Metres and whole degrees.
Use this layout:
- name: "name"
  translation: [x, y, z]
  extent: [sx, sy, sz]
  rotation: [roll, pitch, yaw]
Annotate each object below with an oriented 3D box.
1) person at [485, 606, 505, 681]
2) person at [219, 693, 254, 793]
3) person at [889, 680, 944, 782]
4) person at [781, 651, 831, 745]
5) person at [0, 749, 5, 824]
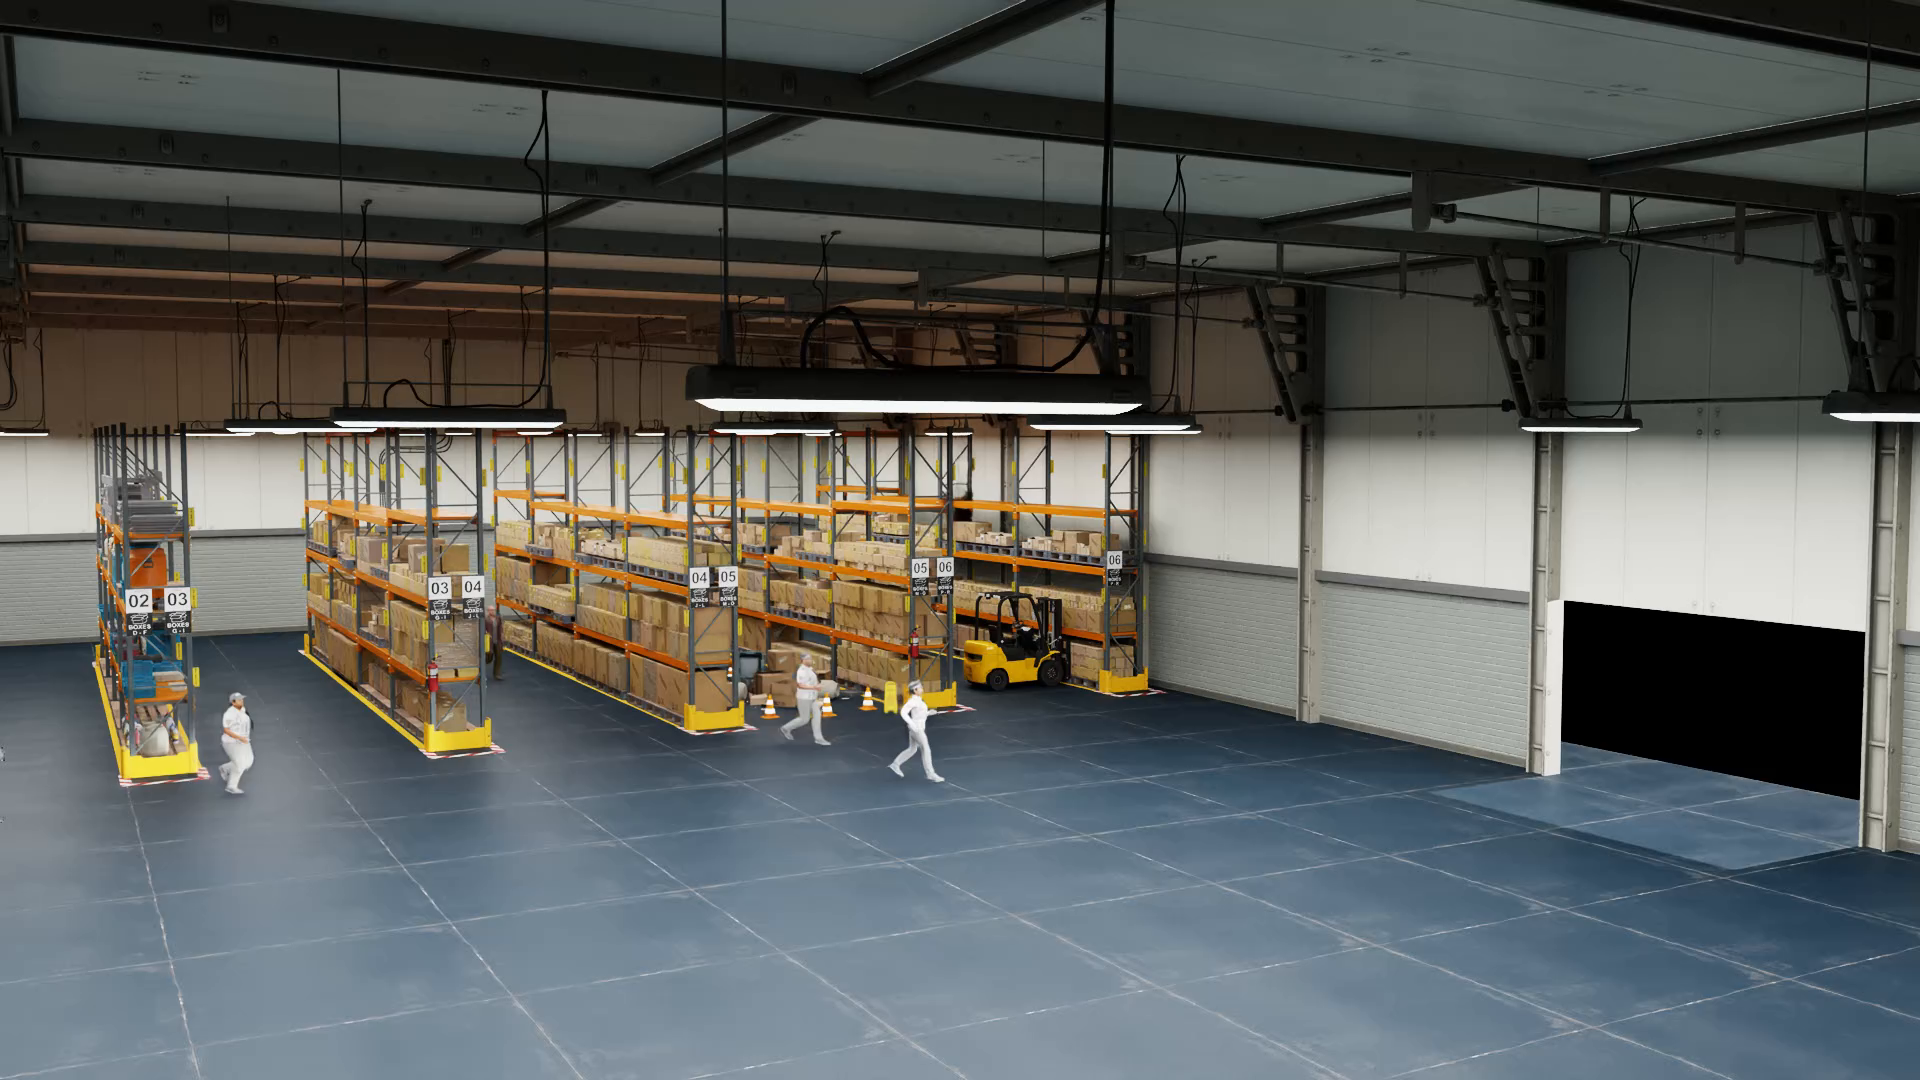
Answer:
- name: "person"
  translation: [-11.161, 2.443, 39.665]
  extent: [0.709, 1.762, 0.945]
  rotation: [-3, 5, -41]
- name: "person"
  translation: [-11.779, 3.287, 27.018]
  extent: [0.626, 1.641, 0.624]
  rotation: [0, 3, 7]
- name: "person"
  translation: [-0.718, 3.171, 27.755]
  extent: [0.916, 1.689, 0.607]
  rotation: [0, 3, 4]
- name: "person"
  translation: [-2.874, 2.952, 31.043]
  extent: [0.954, 1.779, 0.664]
  rotation: [1, 4, 13]
- name: "person"
  translation: [-14.628, 3.353, 24.747]
  extent: [0.791, 1.772, 0.661]
  rotation: [0, 3, 1]
